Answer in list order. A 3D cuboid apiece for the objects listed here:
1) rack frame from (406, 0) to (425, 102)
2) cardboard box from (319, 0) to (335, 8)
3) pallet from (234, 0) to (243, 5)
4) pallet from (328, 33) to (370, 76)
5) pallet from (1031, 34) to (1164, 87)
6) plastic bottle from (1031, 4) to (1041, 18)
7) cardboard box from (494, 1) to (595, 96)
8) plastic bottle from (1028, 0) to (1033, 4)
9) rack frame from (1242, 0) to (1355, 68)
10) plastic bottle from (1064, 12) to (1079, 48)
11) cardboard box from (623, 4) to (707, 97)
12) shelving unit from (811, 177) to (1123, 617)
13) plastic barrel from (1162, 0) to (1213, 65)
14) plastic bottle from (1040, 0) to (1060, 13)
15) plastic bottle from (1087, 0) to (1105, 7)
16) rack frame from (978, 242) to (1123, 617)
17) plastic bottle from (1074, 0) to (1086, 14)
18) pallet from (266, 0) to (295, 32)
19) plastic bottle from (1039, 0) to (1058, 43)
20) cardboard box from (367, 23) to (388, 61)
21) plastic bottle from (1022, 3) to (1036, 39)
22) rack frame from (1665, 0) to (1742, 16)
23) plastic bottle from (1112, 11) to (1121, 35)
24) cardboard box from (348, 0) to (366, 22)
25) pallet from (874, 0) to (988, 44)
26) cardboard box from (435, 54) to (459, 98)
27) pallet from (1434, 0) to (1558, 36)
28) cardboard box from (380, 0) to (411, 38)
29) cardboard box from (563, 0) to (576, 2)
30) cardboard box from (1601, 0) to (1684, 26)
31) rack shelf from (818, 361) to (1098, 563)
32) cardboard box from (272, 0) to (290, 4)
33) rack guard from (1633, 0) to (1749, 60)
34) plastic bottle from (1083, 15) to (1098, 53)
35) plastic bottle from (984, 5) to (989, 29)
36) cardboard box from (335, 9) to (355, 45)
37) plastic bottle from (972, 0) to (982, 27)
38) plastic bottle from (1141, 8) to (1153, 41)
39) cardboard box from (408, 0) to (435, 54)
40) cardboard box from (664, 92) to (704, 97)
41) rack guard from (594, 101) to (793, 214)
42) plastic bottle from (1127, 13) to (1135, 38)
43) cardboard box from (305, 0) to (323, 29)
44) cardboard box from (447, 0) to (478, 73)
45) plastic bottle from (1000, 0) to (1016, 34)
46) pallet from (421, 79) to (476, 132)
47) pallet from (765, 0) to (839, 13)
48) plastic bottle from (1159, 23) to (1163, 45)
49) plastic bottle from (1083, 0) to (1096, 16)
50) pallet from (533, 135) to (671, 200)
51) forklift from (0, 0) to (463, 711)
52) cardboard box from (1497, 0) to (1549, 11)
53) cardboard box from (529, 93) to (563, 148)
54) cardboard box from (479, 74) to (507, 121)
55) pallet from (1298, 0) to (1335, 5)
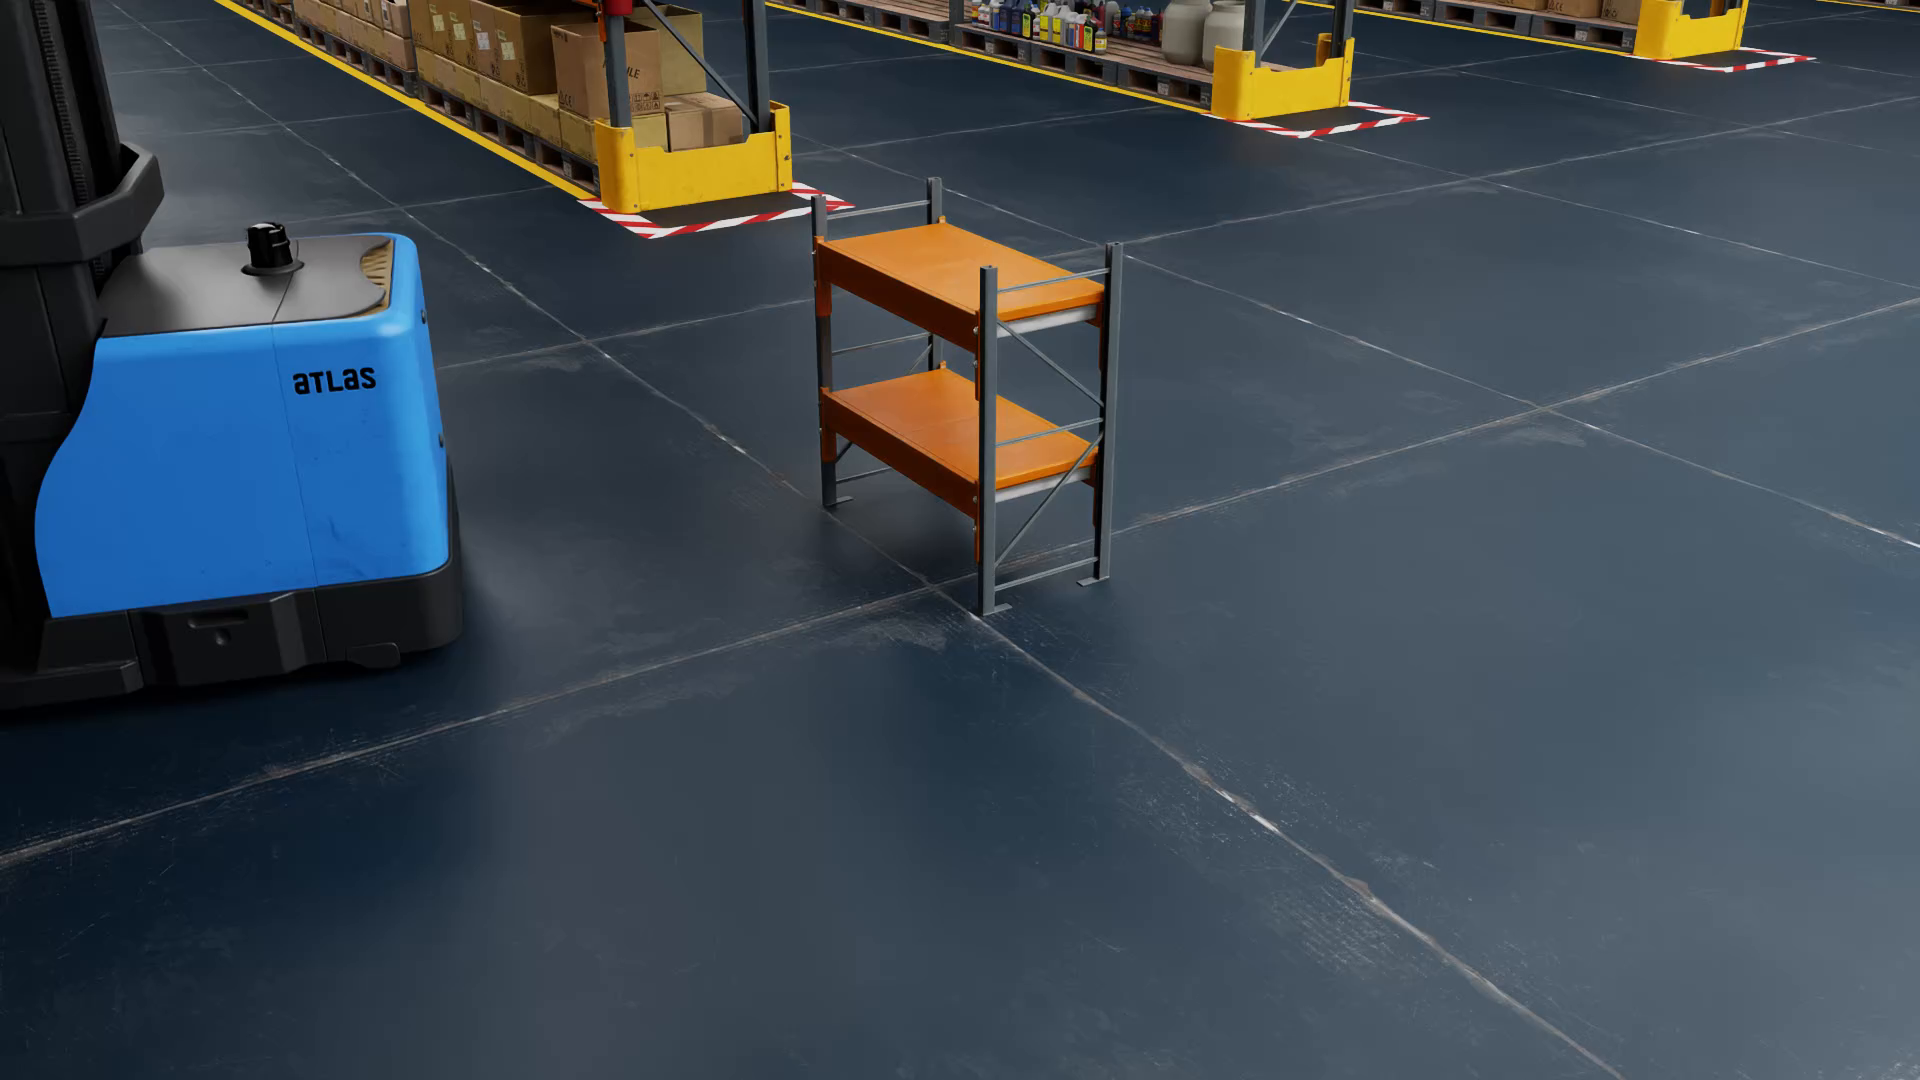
[{"bbox_3d":[-3.803,-4.913,12.644,1.000,3.000,0.127,-16,29,-30],"label":"rack frame"},{"bbox_3d":[-5.377,-4.920,14.729,0.500,0.311,0.500,-16,30,-31],"label":"cardboard box"},{"bbox_3d":[-7.695,-6.232,18.703,1.003,0.211,1.213,-16,29,-30],"label":"pallet"},{"bbox_3d":[-4.908,-4.344,14.704,1.003,0.211,1.213,-16,29,-30],"label":"pallet"},{"bbox_3d":[1.351,-4.119,14.227,1.003,0.211,1.213,-16,29,-30],"label":"pallet"},{"bbox_3d":[0.657,-4.535,14.523,0.097,0.271,0.097,0,25,0],"label":"plastic bottle"},{"bbox_3d":[-2.720,-3.245,10.961,0.500,0.500,0.500,-16,29,-30],"label":"cardboard box"},{"bbox_3d":[0.563,-4.716,14.813,0.144,0.351,0.185,-16,29,-30],"label":"plastic bottle"},{"bbox_3d":[2.533,-4.636,12.056,1.000,3.000,0.127,-16,29,-30],"label":"rack frame"},{"bbox_3d":[0.972,-4.304,14.028,0.152,0.276,0.135,-16,30,-31],"label":"plastic bottle"},{"bbox_3d":[-2.000,-3.190,10.845,0.500,0.500,0.500,-16,29,-30],"label":"cardboard box"},{"bbox_3d":[-0.004,-0.511,5.515,0.538,1.125,1.048,-16,29,-30],"label":"shelving unit"},{"bbox_3d":[1.836,-4.097,13.338,0.421,0.512,0.421,0,25,0],"label":"plastic barrel"},{"bbox_3d":[0.821,-4.871,15.141,0.144,0.351,0.185,-16,29,-30],"label":"plastic bottle"},{"bbox_3d":[1.223,-4.720,14.823,0.144,0.351,0.185,-16,29,-30],"label":"plastic bottle"},{"bbox_3d":[0.274,-0.329,5.130,0.500,1.125,0.032,-16,29,-30],"label":"rack frame"},{"bbox_3d":[1.047,-4.836,15.067,0.144,0.351,0.185,-17,30,-32],"label":"plastic bottle"},{"bbox_3d":[-6.363,-5.359,16.855,1.003,0.211,1.213,-16,29,-30],"label":"pallet"},{"bbox_3d":[0.777,-4.462,14.277,0.144,0.351,0.185,-16,30,-30],"label":"plastic bottle"},{"bbox_3d":[-4.547,-4.122,13.697,0.500,0.250,0.500,-16,30,-30],"label":"cardboard box"},{"bbox_3d":[0.600,-4.515,14.468,0.061,0.283,0.133,-14,29,-27],"label":"plastic bottle"},{"bbox_3d":[6.682,-5.790,14.501,1.000,3.000,0.127,-16,29,-30],"label":"rack frame"},{"bbox_3d":[1.396,-4.558,14.653,0.097,0.201,0.097,0,25,0],"label":"plastic bottle"},{"bbox_3d":[-4.824,-4.555,13.958,0.500,0.311,0.500,-16,29,-30],"label":"cardboard box"},{"bbox_3d":[-0.112,-5.077,16.258,1.003,0.211,1.213,-16,29,-30],"label":"pallet"},{"bbox_3d":[-3.535,-3.443,12.259,0.500,0.250,0.500,-16,29,-30],"label":"cardboard box"},{"bbox_3d":[5.565,-5.291,16.710,1.003,0.211,1.213,-16,29,-30],"label":"pallet"},{"bbox_3d":[-4.264,-4.191,13.187,0.500,0.311,0.500,-16,29,-30],"label":"cardboard box"},{"bbox_3d":[-2.543,-3.549,11.605,0.500,0.500,0.500,-16,29,-30],"label":"cardboard box"},{"bbox_3d":[6.356,-5.077,15.426,0.500,0.500,0.500,-10,27,-20],"label":"cardboard box"},{"bbox_3d":[-0.004,-0.290,5.619,0.538,0.278,1.000,-16,29,-30],"label":"rack shelf"},{"bbox_3d":[-6.694,-5.692,16.707,0.500,0.500,0.500,-14,29,-28],"label":"cardboard box"},{"bbox_3d":[6.641,-4.687,15.092,1.175,0.500,0.348,-16,29,-30],"label":"rack guard"},{"bbox_3d":[1.084,-4.199,13.797,0.061,0.283,0.133,-15,29,-28],"label":"plastic bottle"},{"bbox_3d":[0.267,-4.711,14.978,0.097,0.201,0.097,0,25,0],"label":"plastic bottle"},{"bbox_3d":[-5.103,-4.487,14.470,0.500,0.250,0.500,-15,29,-29],"label":"cardboard box"},{"bbox_3d":[0.156,-4.815,15.117,0.097,0.271,0.097,0,25,0],"label":"plastic bottle"},{"bbox_3d":[1.617,-4.445,14.332,0.097,0.271,0.097,0,25,0],"label":"plastic bottle"},{"bbox_3d":[-3.812,-3.960,12.476,0.500,0.500,0.500,-16,29,-30],"label":"cardboard box"},{"bbox_3d":[-2.002,-2.851,11.004,0.500,0.250,0.500,-16,29,-30],"label":"cardboard box"},{"bbox_3d":[-1.606,-2.344,10.129,1.175,0.500,0.348,-16,29,-30],"label":"rack guard"},{"bbox_3d":[1.508,-4.484,14.498,0.097,0.201,0.097,0,25,0],"label":"plastic bottle"},{"bbox_3d":[-5.672,-4.855,15.250,0.500,0.250,0.500,-16,30,-31],"label":"cardboard box"},{"bbox_3d":[-3.266,-3.602,11.718,0.500,0.500,0.500,-16,29,-30],"label":"cardboard box"},{"bbox_3d":[0.442,-4.682,14.742,0.144,0.351,0.185,-15,29,-28],"label":"plastic bottle"},{"bbox_3d":[-3.404,-3.358,12.616,1.003,0.211,1.213,-16,29,-30],"label":"pallet"},{"bbox_3d":[-1.444,-5.950,18.107,1.003,0.211,1.213,-16,29,-30],"label":"pallet"},{"bbox_3d":[1.747,-4.327,14.165,0.097,0.201,0.097,0,25,0],"label":"plastic bottle"},{"bbox_3d":[1.151,-4.657,14.767,0.061,0.283,0.133,-16,29,-30],"label":"plastic bottle"},{"bbox_3d":[-2.072,-2.485,10.768,1.003,0.211,1.213,-16,29,-30],"label":"pallet"},{"bbox_3d":[-3.070,-0.985,4.403,3.031,2.935,1.130,-7,26,-14],"label":"forklift"},{"bbox_3d":[5.675,-5.511,16.346,0.500,0.500,0.500,-13,28,-25],"label":"cardboard box"},{"bbox_3d":[-2.443,-2.728,10.744,0.500,0.250,0.500,-16,29,-30],"label":"cardboard box"},{"bbox_3d":[-2.989,-3.086,11.502,0.500,0.250,0.500,-16,29,-30],"label":"cardboard box"},{"bbox_3d":[4.073,-6.238,18.716,1.003,0.211,1.213,-16,29,-30],"label":"pallet"}]
